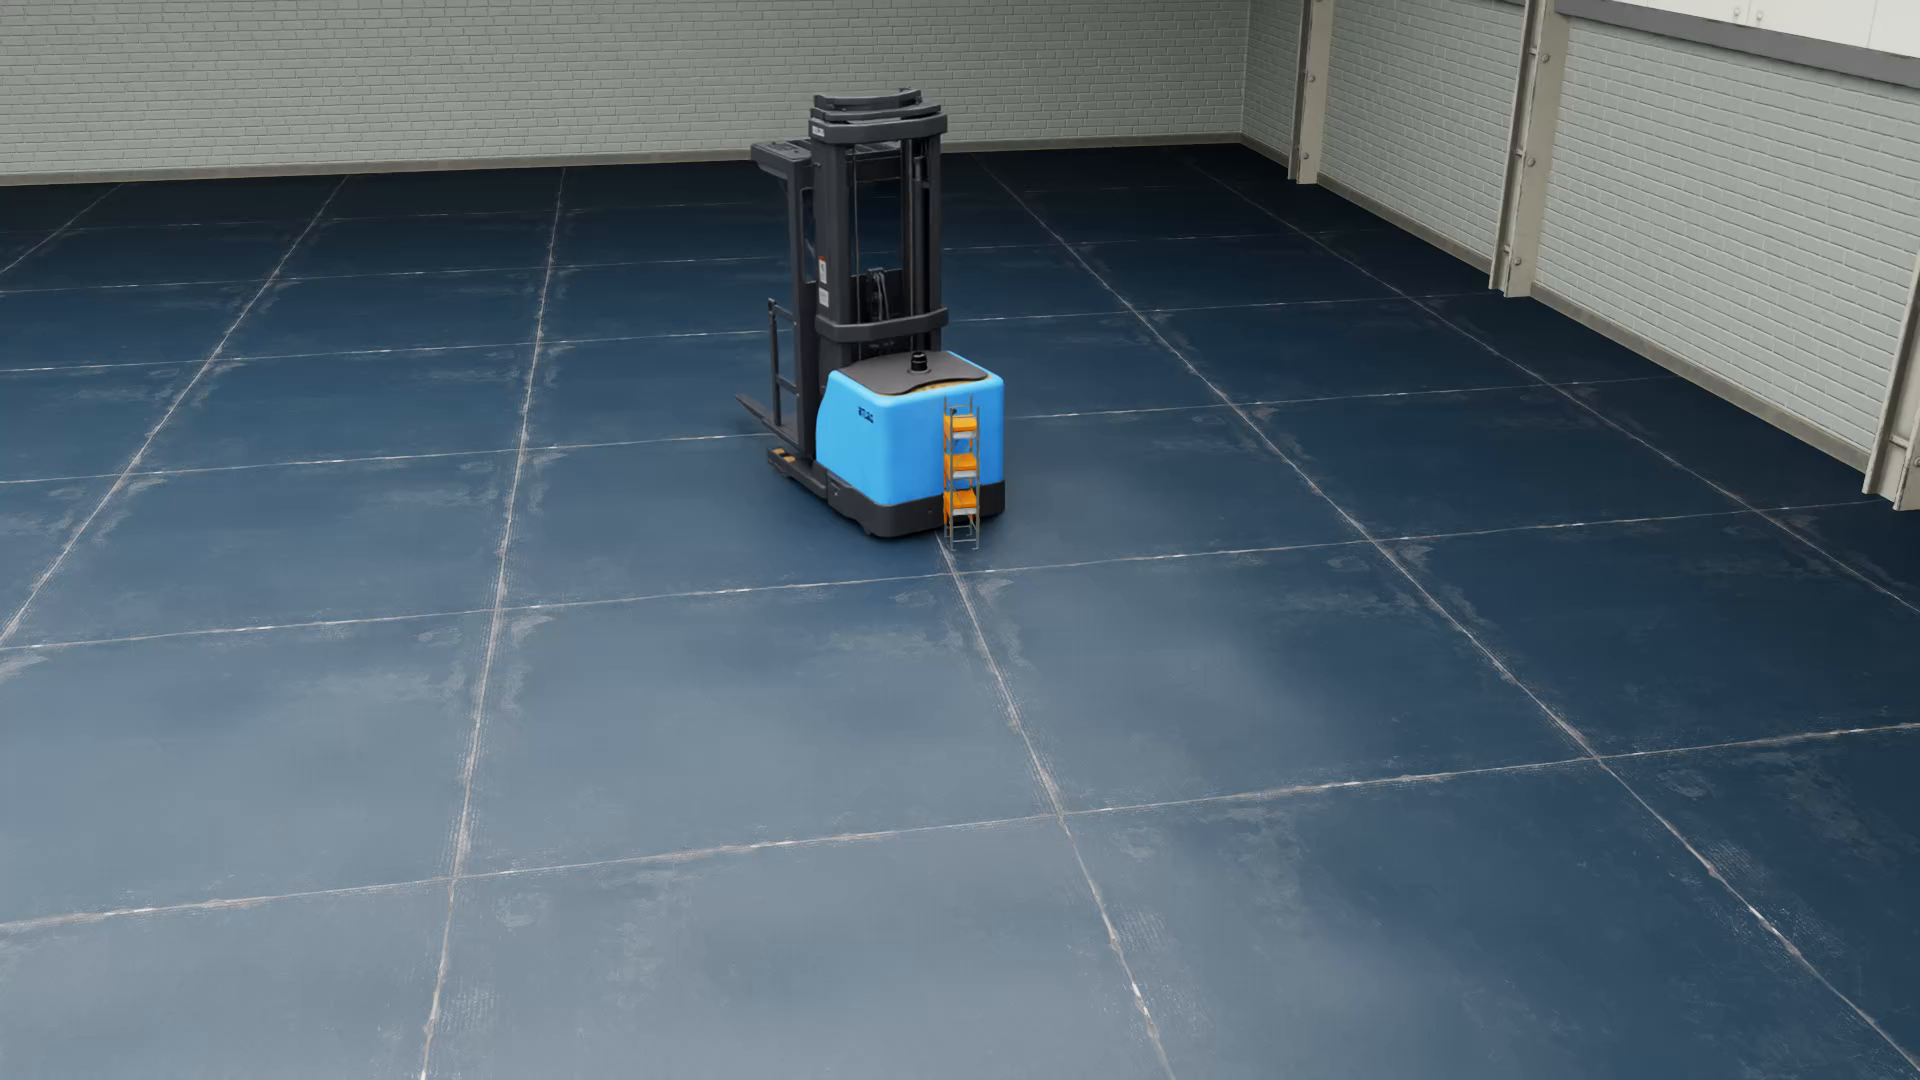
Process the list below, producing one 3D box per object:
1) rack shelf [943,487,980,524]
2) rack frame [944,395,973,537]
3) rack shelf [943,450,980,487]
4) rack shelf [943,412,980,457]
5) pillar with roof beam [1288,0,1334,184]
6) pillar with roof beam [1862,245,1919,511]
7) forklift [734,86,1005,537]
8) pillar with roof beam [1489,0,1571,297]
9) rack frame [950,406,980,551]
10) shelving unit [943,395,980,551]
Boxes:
[{"bbox_3d":[0.010,-0.196,11.607,0.215,0.259,0.240,-4,24,-10],"label":"rack shelf"},{"bbox_3d":[-0.013,-0.508,11.602,0.200,1.050,0.008,-4,24,-10],"label":"rack frame"},{"bbox_3d":[0.010,-0.450,11.496,0.215,0.259,0.240,-4,24,-10],"label":"rack shelf"},{"bbox_3d":[0.010,-0.710,11.382,0.215,0.259,0.240,-4,24,-10],"label":"rack shelf"},{"bbox_3d":[0.566,-8.829,20.723,9.100,9.000,0.400,-4,24,-10],"label":"pillar with roof beam"},{"bbox_3d":[2.785,-4.109,9.916,9.100,9.000,0.400,-4,24,-10],"label":"pillar with roof beam"},{"bbox_3d":[-0.850,-1.908,12.457,1.130,2.935,3.031,-13,27,-27],"label":"forklift"},{"bbox_3d":[1.676,-6.469,15.319,9.100,9.000,0.400,-4,24,-10],"label":"pillar with roof beam"},{"bbox_3d":[0.032,-0.412,11.382,0.200,1.050,0.008,-4,24,-10],"label":"rack frame"},{"bbox_3d":[0.010,-0.460,11.492,0.215,1.050,0.252,-4,24,-10],"label":"shelving unit"}]
